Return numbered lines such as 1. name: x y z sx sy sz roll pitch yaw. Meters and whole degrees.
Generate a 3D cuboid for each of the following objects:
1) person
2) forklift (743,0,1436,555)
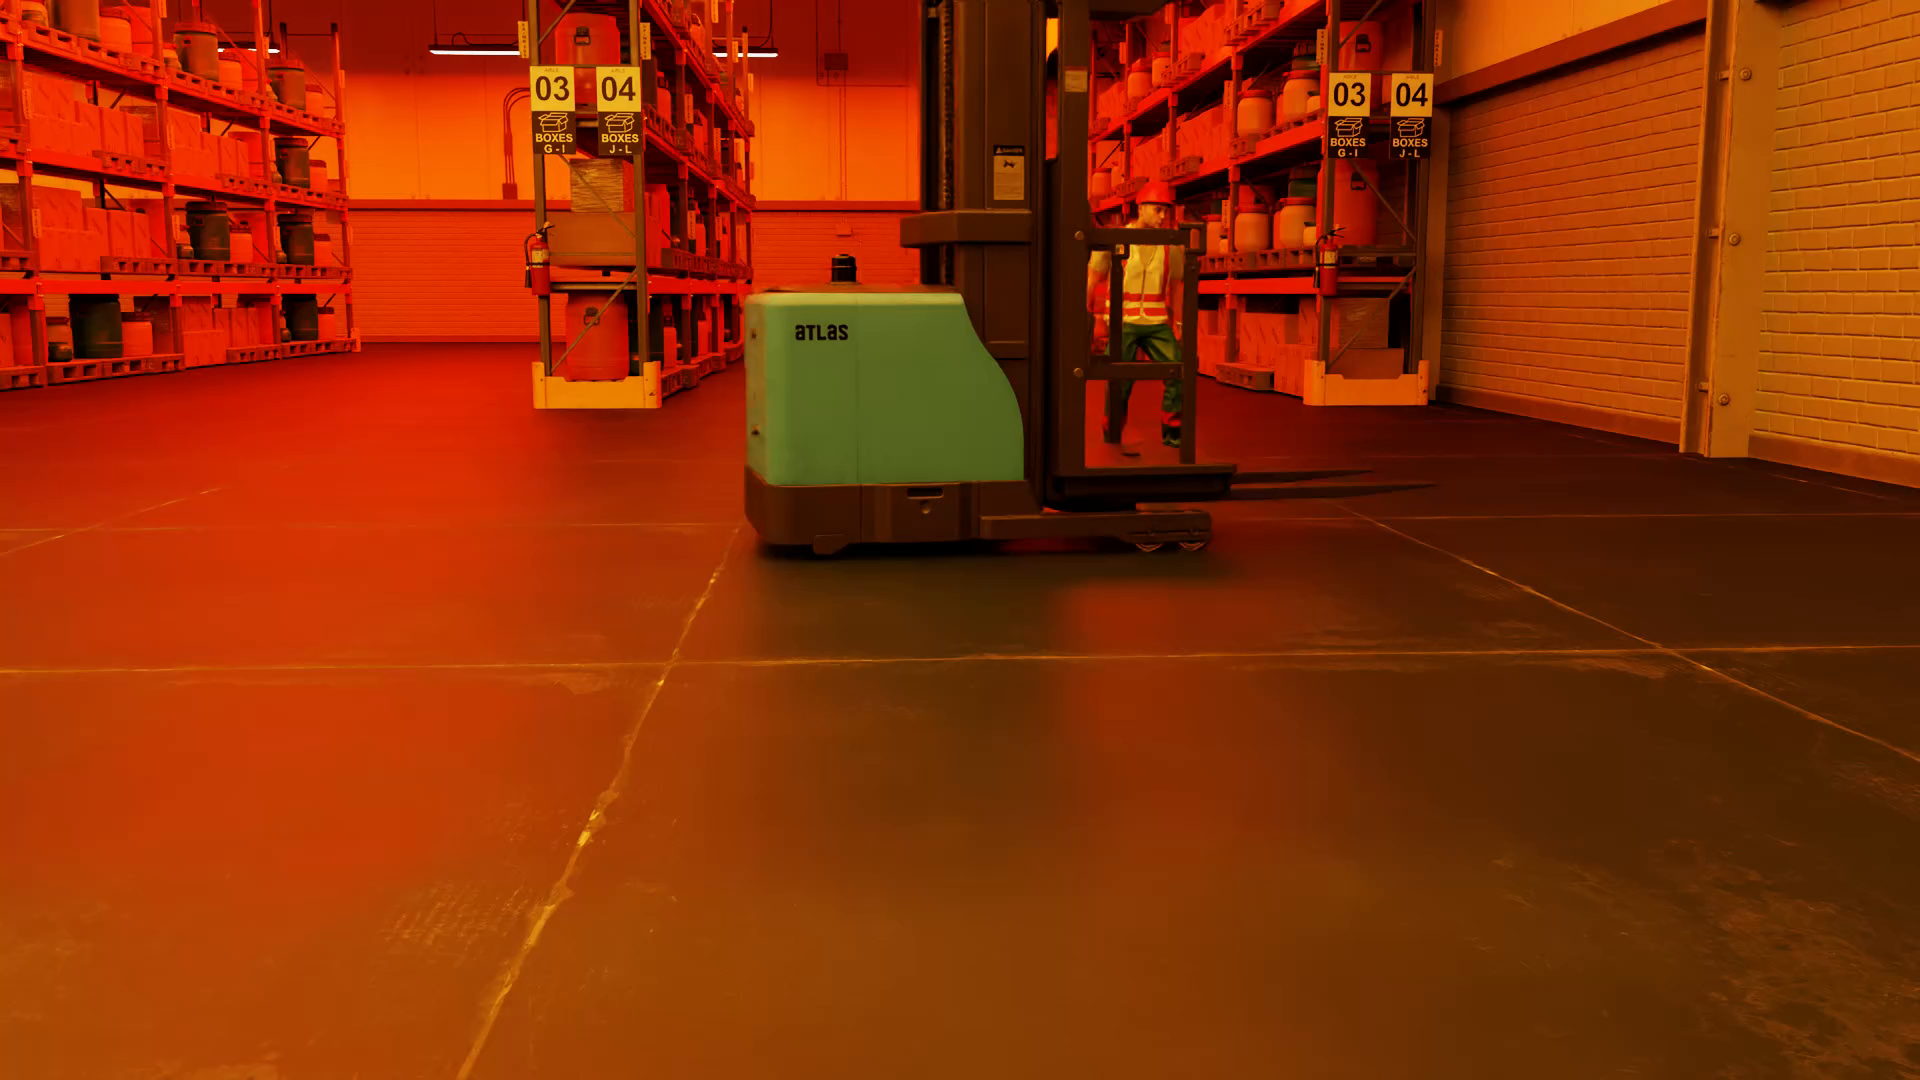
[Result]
1. person: 1.121 -1.322 10.341 0.880 1.747 0.455 -2 9 -11
2. forklift: 0.592 -1.477 7.281 3.031 2.935 1.130 -2 9 -13
